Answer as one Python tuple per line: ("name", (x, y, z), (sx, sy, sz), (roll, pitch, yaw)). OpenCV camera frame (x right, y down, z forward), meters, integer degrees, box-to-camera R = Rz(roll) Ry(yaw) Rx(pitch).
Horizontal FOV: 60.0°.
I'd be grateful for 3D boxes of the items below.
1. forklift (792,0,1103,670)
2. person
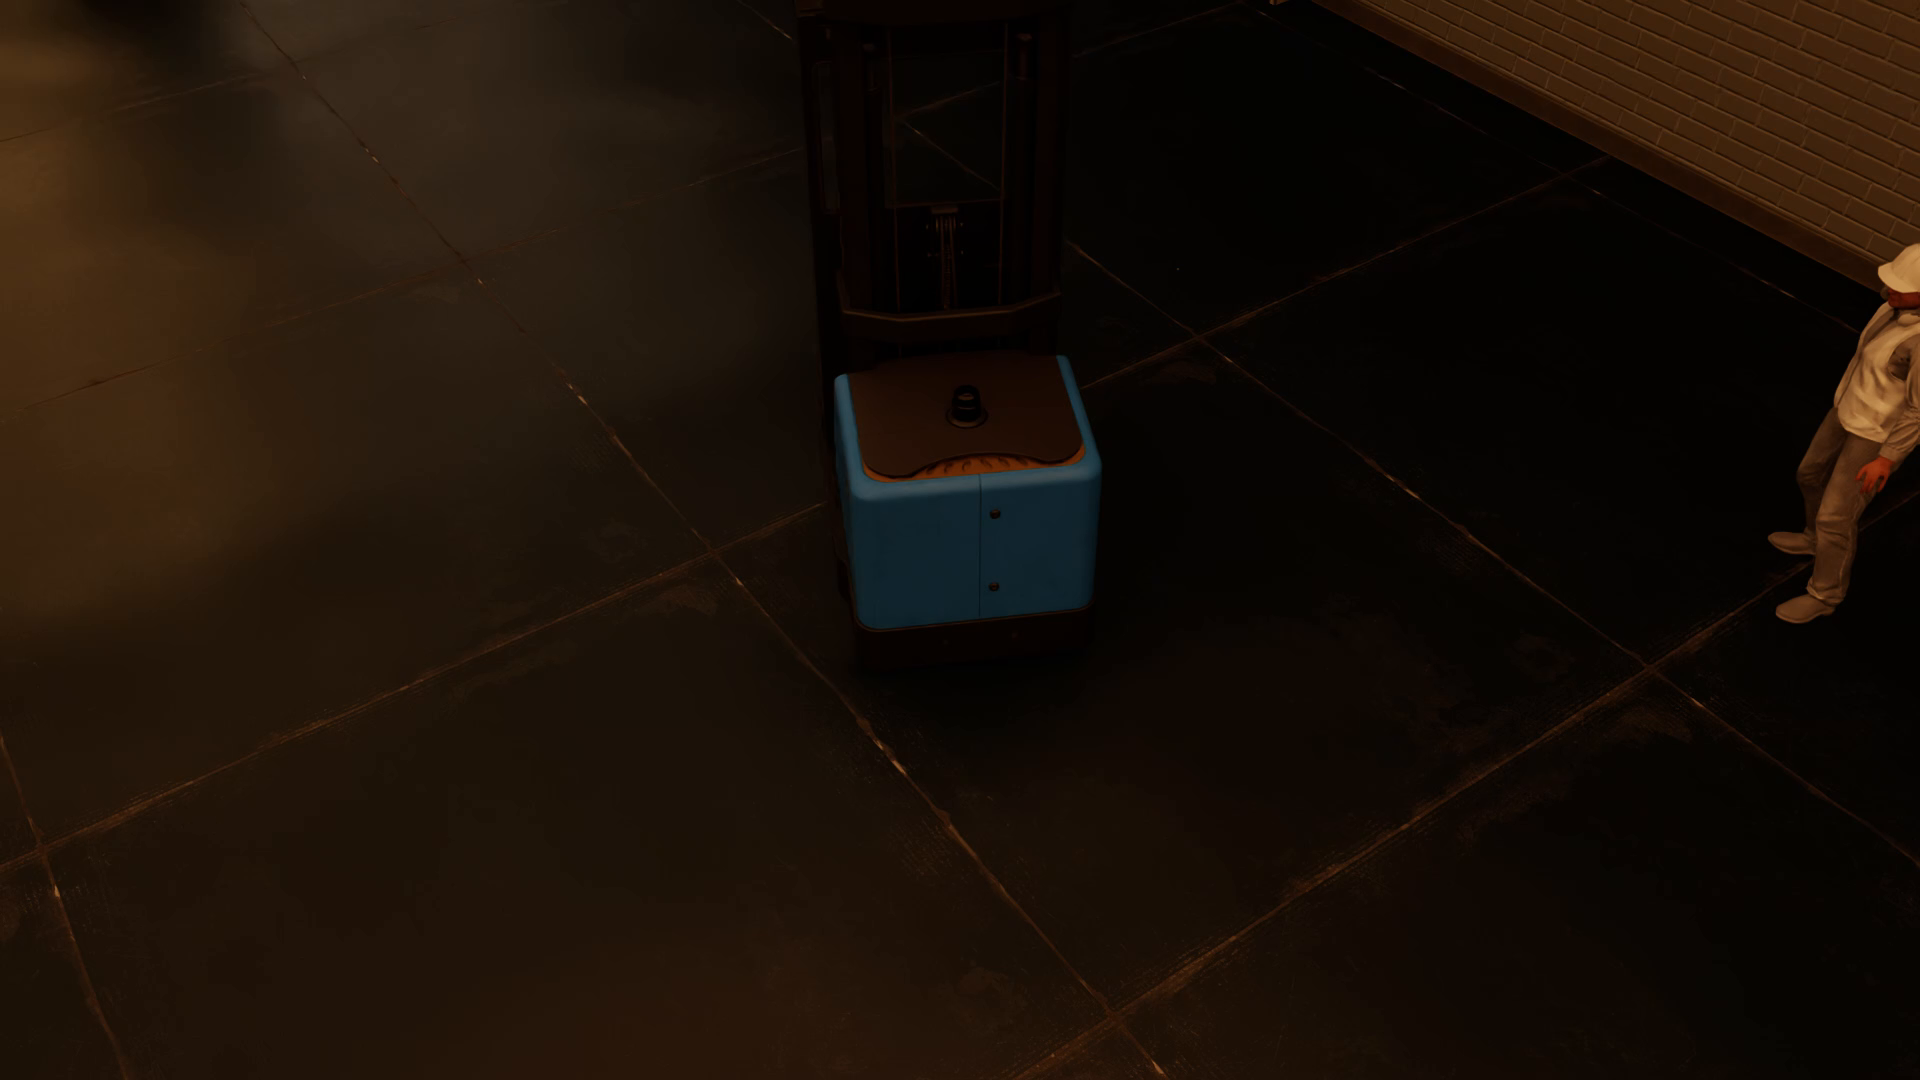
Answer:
("forklift", (-0.136, -1.520, 7.365), (1.130, 2.935, 3.031), (-6, 43, -6))
("person", (3.901, -0.513, 7.148), (0.431, 1.746, 0.796), (6, 43, 6))
